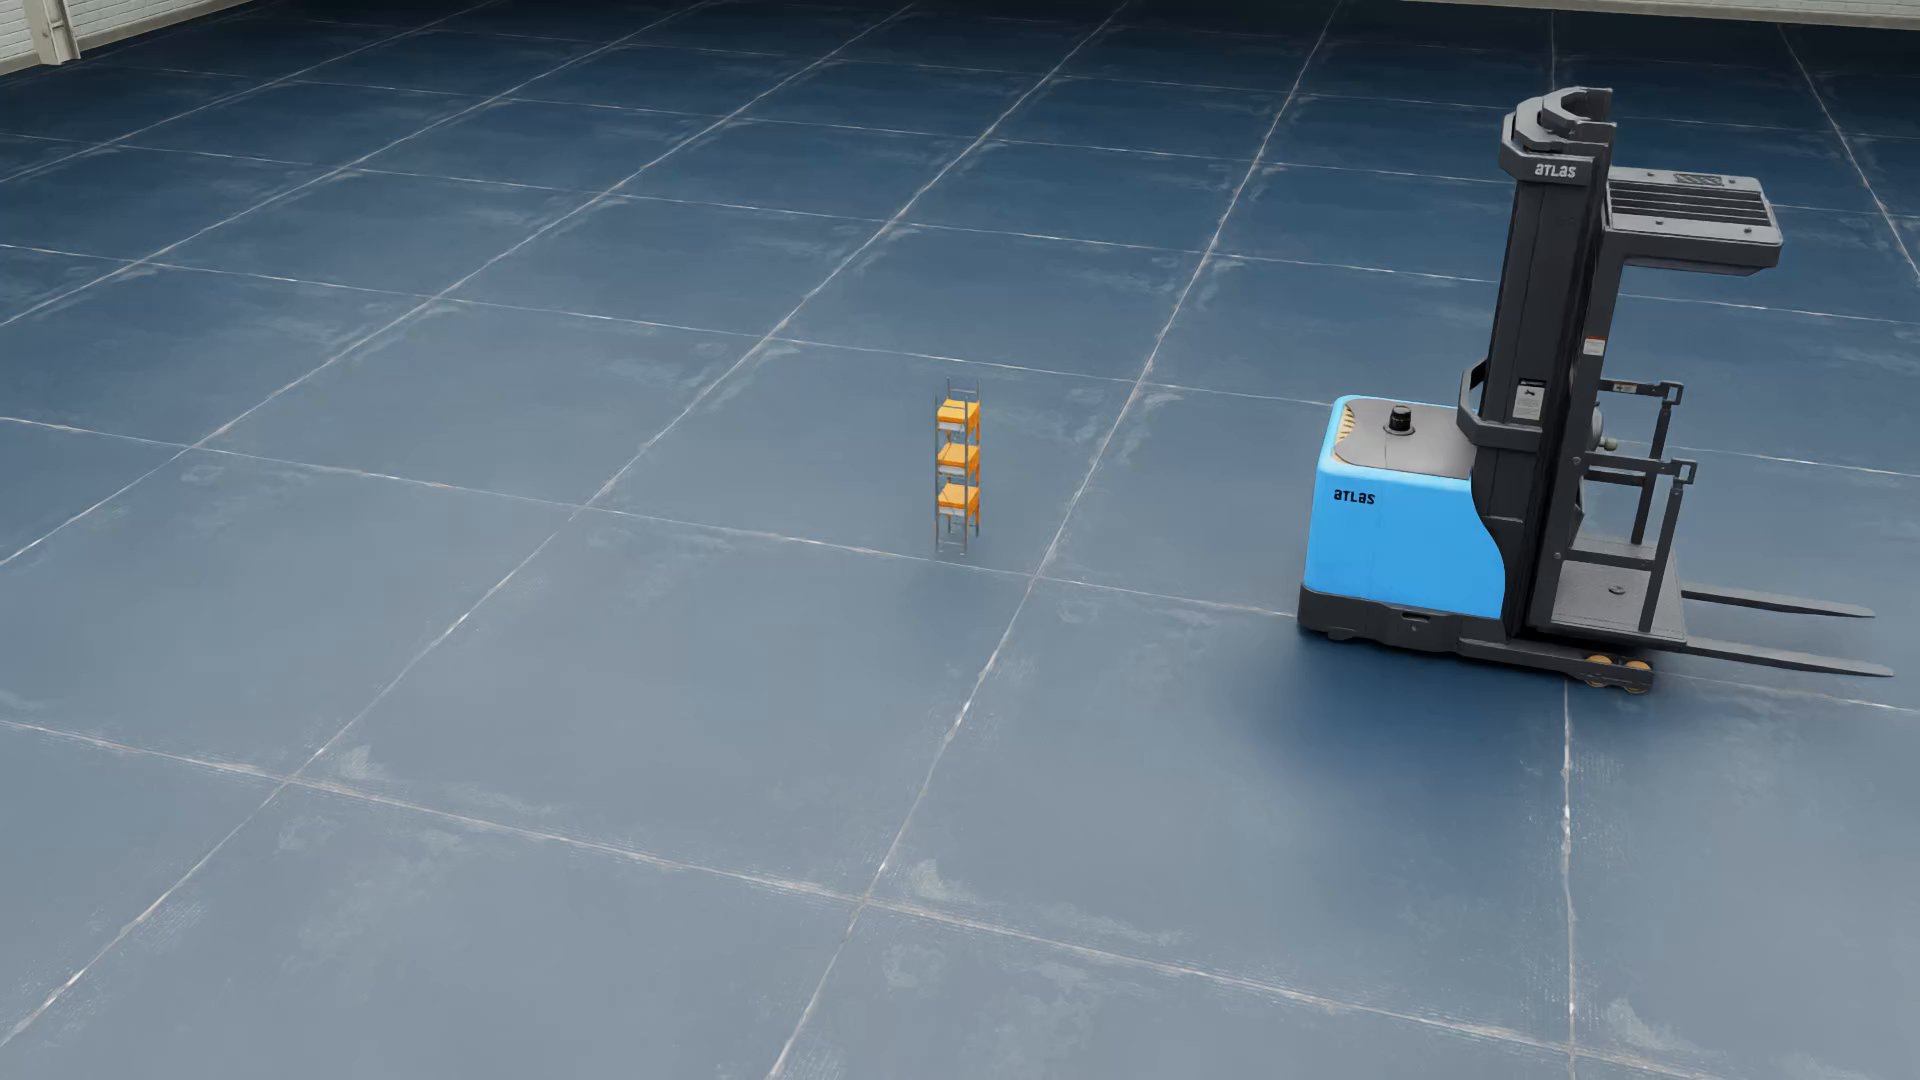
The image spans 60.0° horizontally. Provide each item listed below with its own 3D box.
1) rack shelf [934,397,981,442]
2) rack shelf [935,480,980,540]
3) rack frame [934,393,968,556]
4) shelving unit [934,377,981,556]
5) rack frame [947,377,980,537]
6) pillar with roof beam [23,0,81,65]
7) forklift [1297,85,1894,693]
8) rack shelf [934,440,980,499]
[{"bbox_3d":[-0.016,-0.673,9.852,0.215,0.259,0.240,8,30,15],"label":"rack shelf"},{"bbox_3d":[-0.016,-0.182,10.126,0.215,0.259,0.240,8,30,15],"label":"rack shelf"},{"bbox_3d":[-0.052,-0.377,9.883,0.200,1.050,0.008,8,30,15],"label":"rack frame"},{"bbox_3d":[-0.016,-0.434,9.985,0.215,1.050,0.252,8,30,15],"label":"shelving unit"},{"bbox_3d":[0.020,-0.491,10.087,0.200,1.050,0.008,8,30,15],"label":"rack frame"},{"bbox_3d":[-7.432,-9.469,18.051,9.100,9.000,0.400,8,30,15],"label":"pillar with roof beam"},{"bbox_3d":[3.468,-0.758,8.633,3.031,2.935,1.130,9,30,15],"label":"forklift"},{"bbox_3d":[-0.016,-0.425,9.990,0.215,0.259,0.240,8,30,15],"label":"rack shelf"}]
